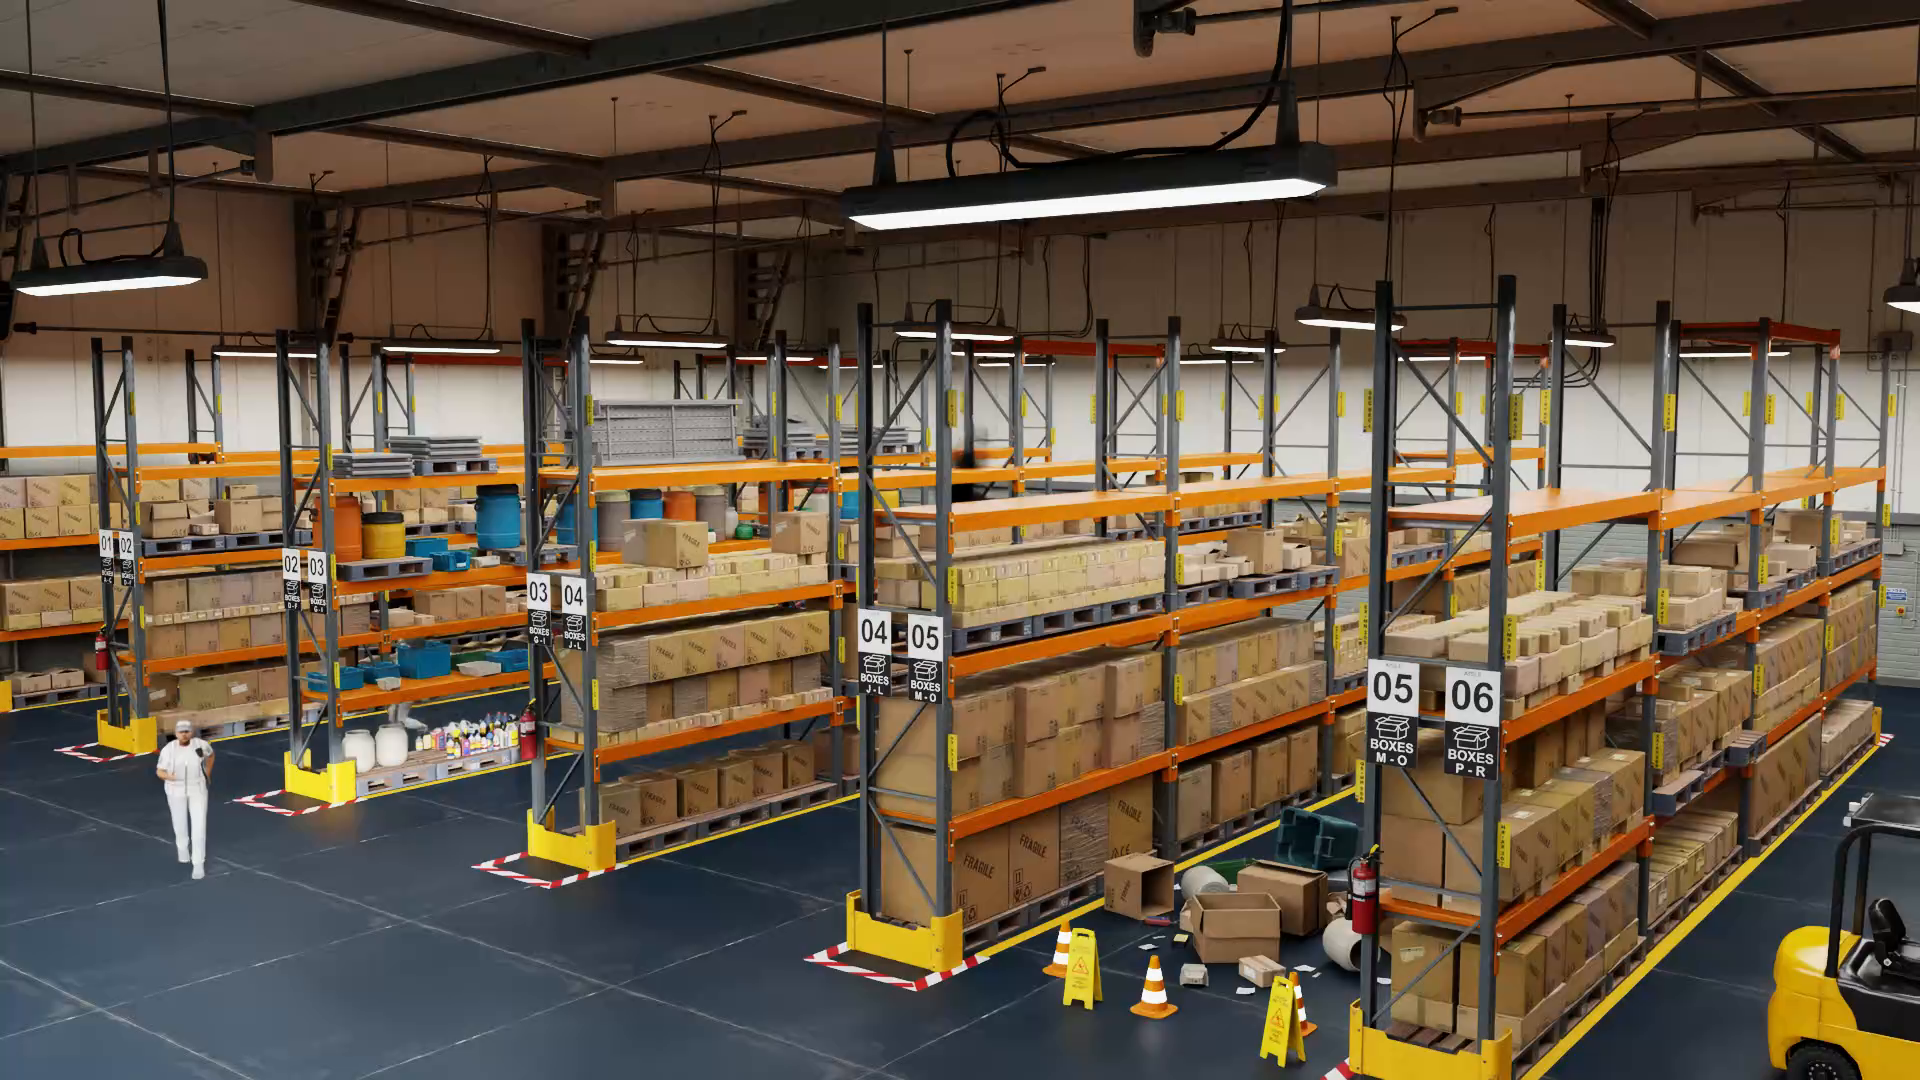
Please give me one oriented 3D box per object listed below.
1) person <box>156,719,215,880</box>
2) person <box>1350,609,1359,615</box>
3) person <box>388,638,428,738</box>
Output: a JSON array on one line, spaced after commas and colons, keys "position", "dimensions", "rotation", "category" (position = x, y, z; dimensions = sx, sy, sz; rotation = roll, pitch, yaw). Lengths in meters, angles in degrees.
[{"position": [-8.393, 2.761, 18.050], "dimensions": [0.568, 1.684, 0.901], "rotation": [-2, 5, -22], "category": "person"}, {"position": [6.582, 1.958, 27.481], "dimensions": [0.618, 1.679, 0.609], "rotation": [5, 7, 44], "category": "person"}, {"position": [-8.085, 2.235, 24.210], "dimensions": [0.614, 1.647, 0.567], "rotation": [3, 6, 33], "category": "person"}]
